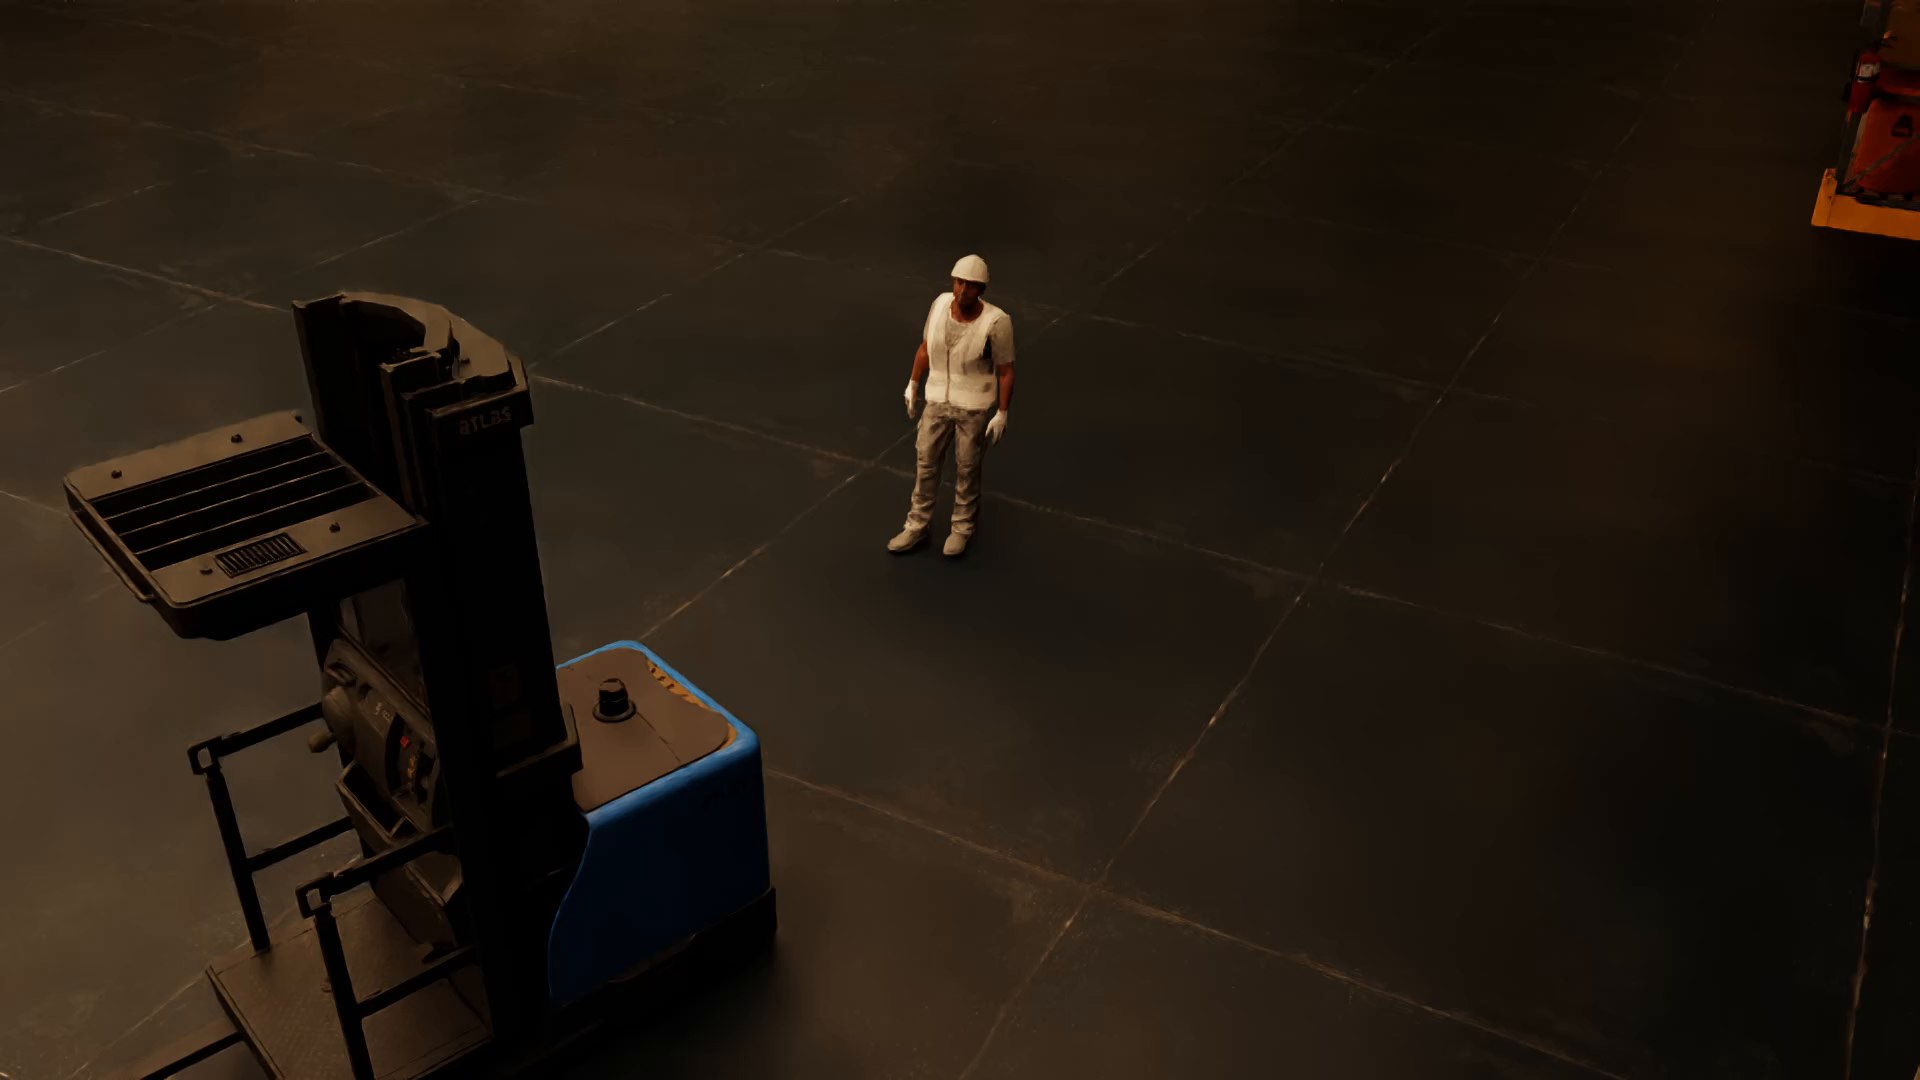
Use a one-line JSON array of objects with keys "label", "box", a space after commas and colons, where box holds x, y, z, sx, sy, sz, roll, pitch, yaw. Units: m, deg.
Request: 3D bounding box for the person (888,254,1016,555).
[{"label": "person", "box": [-0.042, -0.749, 9.502, 0.655, 1.782, 0.576, 15, 33, 25]}]

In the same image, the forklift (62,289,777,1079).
[{"label": "forklift", "box": [-2.216, 0.733, 5.801, 3.031, 2.935, 1.130, -24, 37, -35]}]
